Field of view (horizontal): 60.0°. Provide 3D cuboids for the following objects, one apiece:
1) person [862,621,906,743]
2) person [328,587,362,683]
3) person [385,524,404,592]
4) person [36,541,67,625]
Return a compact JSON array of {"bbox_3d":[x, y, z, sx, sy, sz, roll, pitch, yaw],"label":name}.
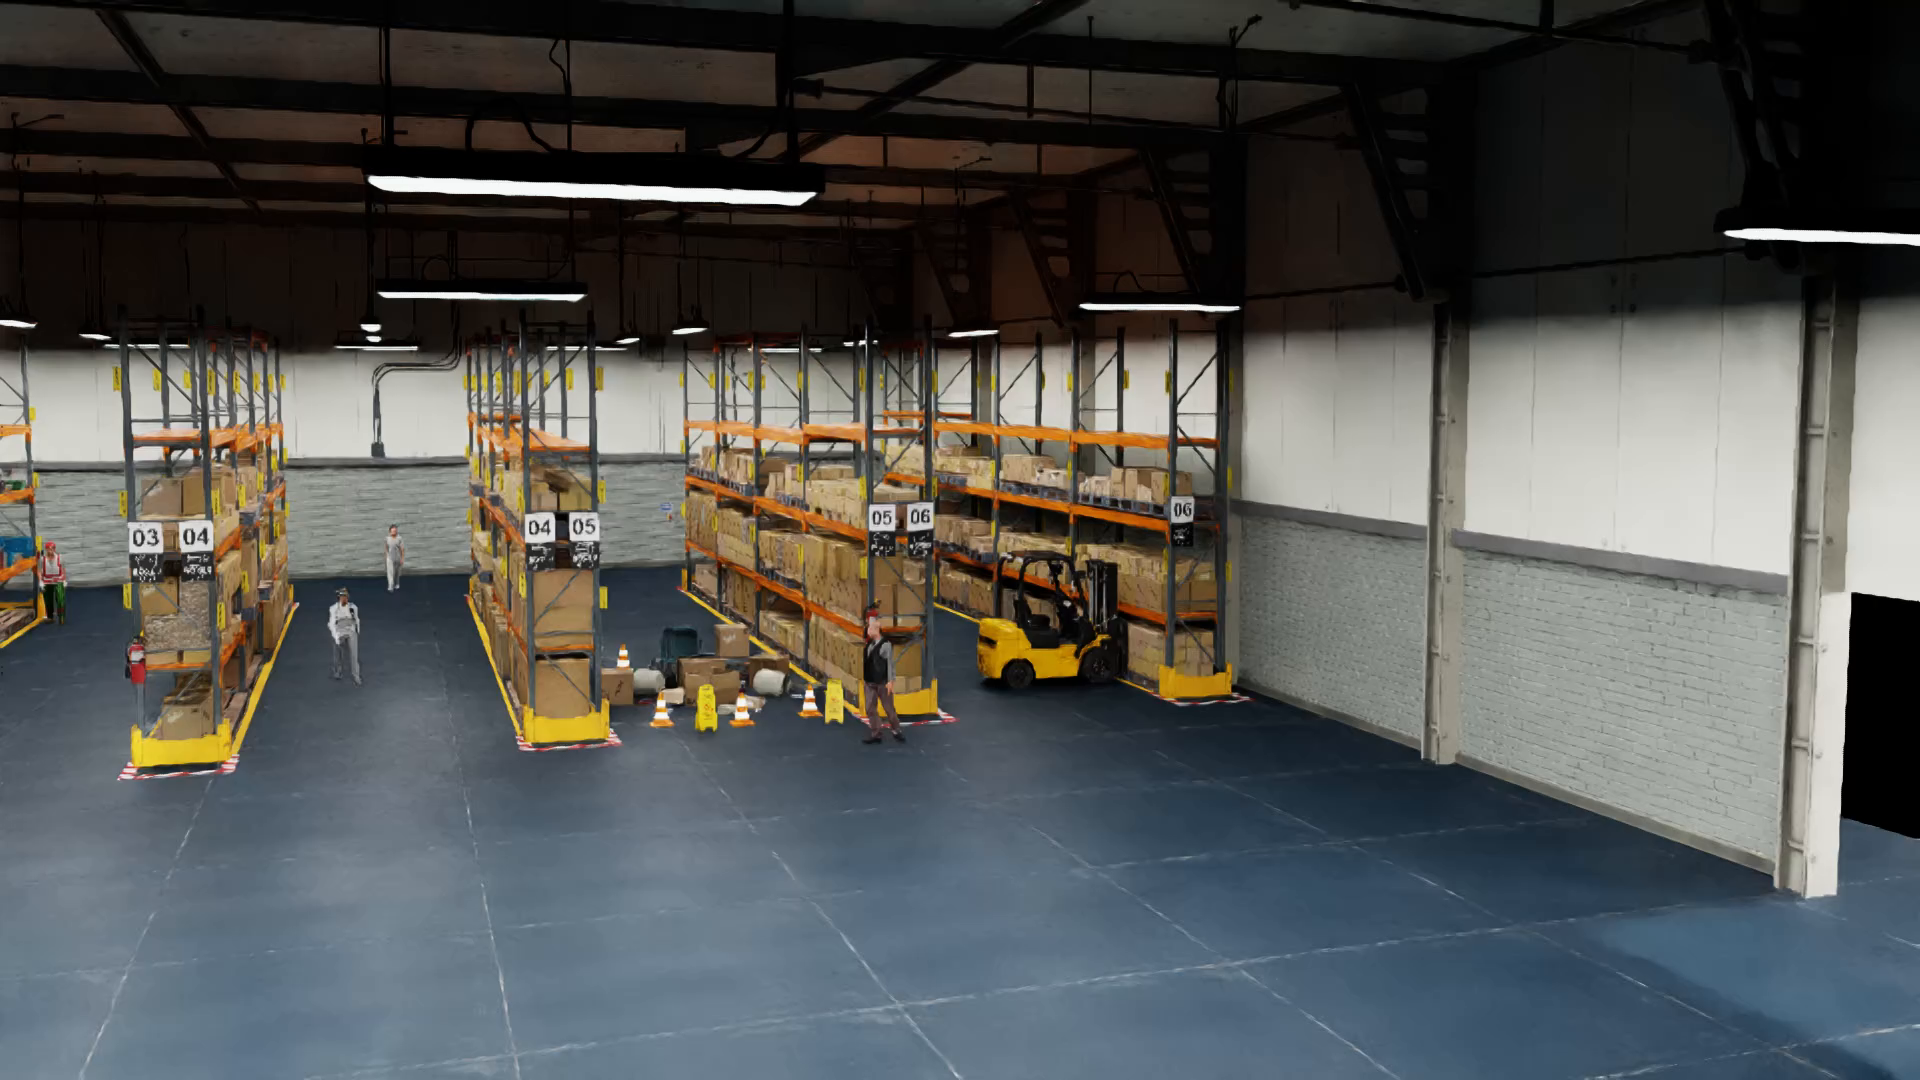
[{"bbox_3d":[-1.079,1.968,23.125,0.627,1.713,0.536,5,7,43],"label":"person"},{"bbox_3d":[-10.239,1.564,27.660,0.511,1.595,1.057,-3,6,-28],"label":"person"},{"bbox_3d":[-13.542,0.425,39.845,0.445,1.572,1.110,-2,6,-21],"label":"person"},{"bbox_3d":[-18.725,0.878,34.290,0.528,1.727,1.028,-3,6,-27],"label":"person"}]
